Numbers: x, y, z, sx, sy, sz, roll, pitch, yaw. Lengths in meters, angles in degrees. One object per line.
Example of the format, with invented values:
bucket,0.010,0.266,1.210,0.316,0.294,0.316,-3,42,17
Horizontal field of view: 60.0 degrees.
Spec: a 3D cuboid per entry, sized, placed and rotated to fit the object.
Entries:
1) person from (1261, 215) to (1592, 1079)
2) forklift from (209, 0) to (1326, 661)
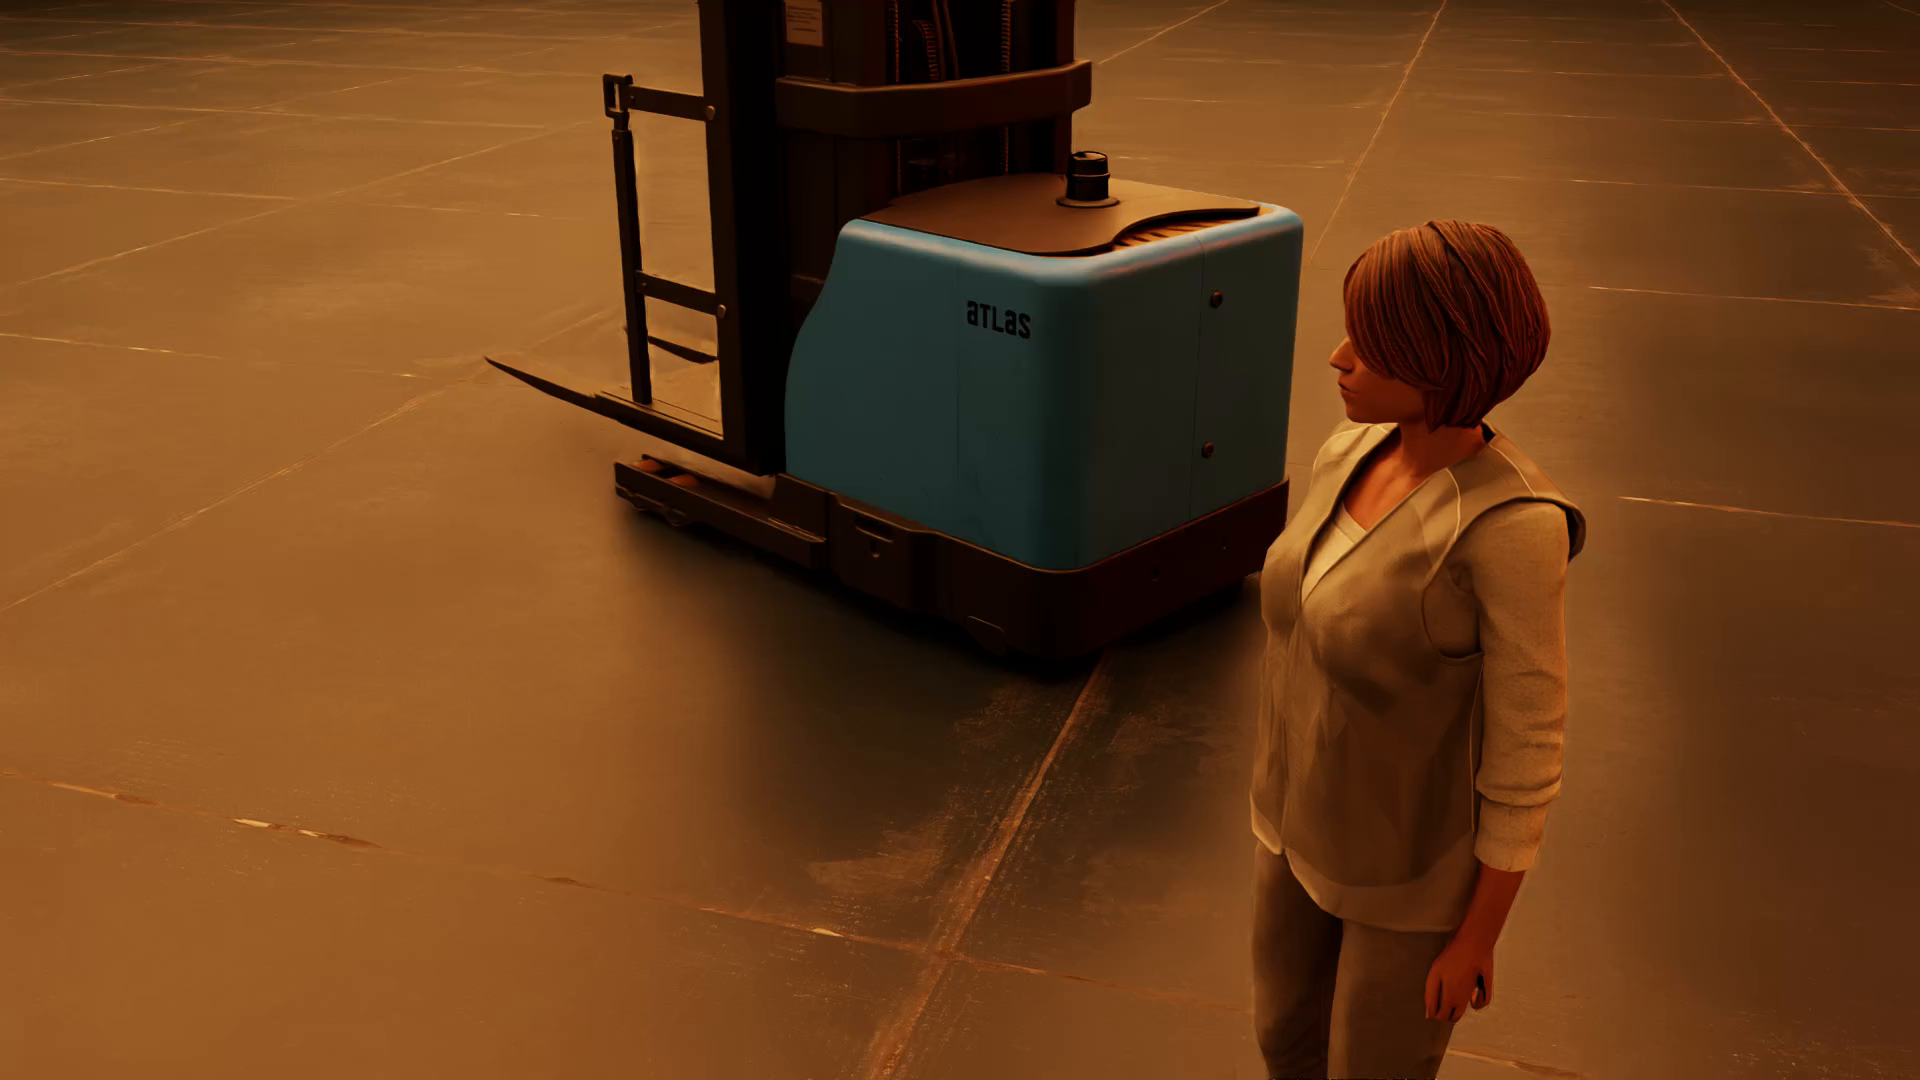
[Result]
person,0.514,0.398,2.062,0.329,1.602,0.410,-8,24,-18
forklift,-0.532,-1.267,4.347,3.031,2.935,1.130,-9,24,-20
